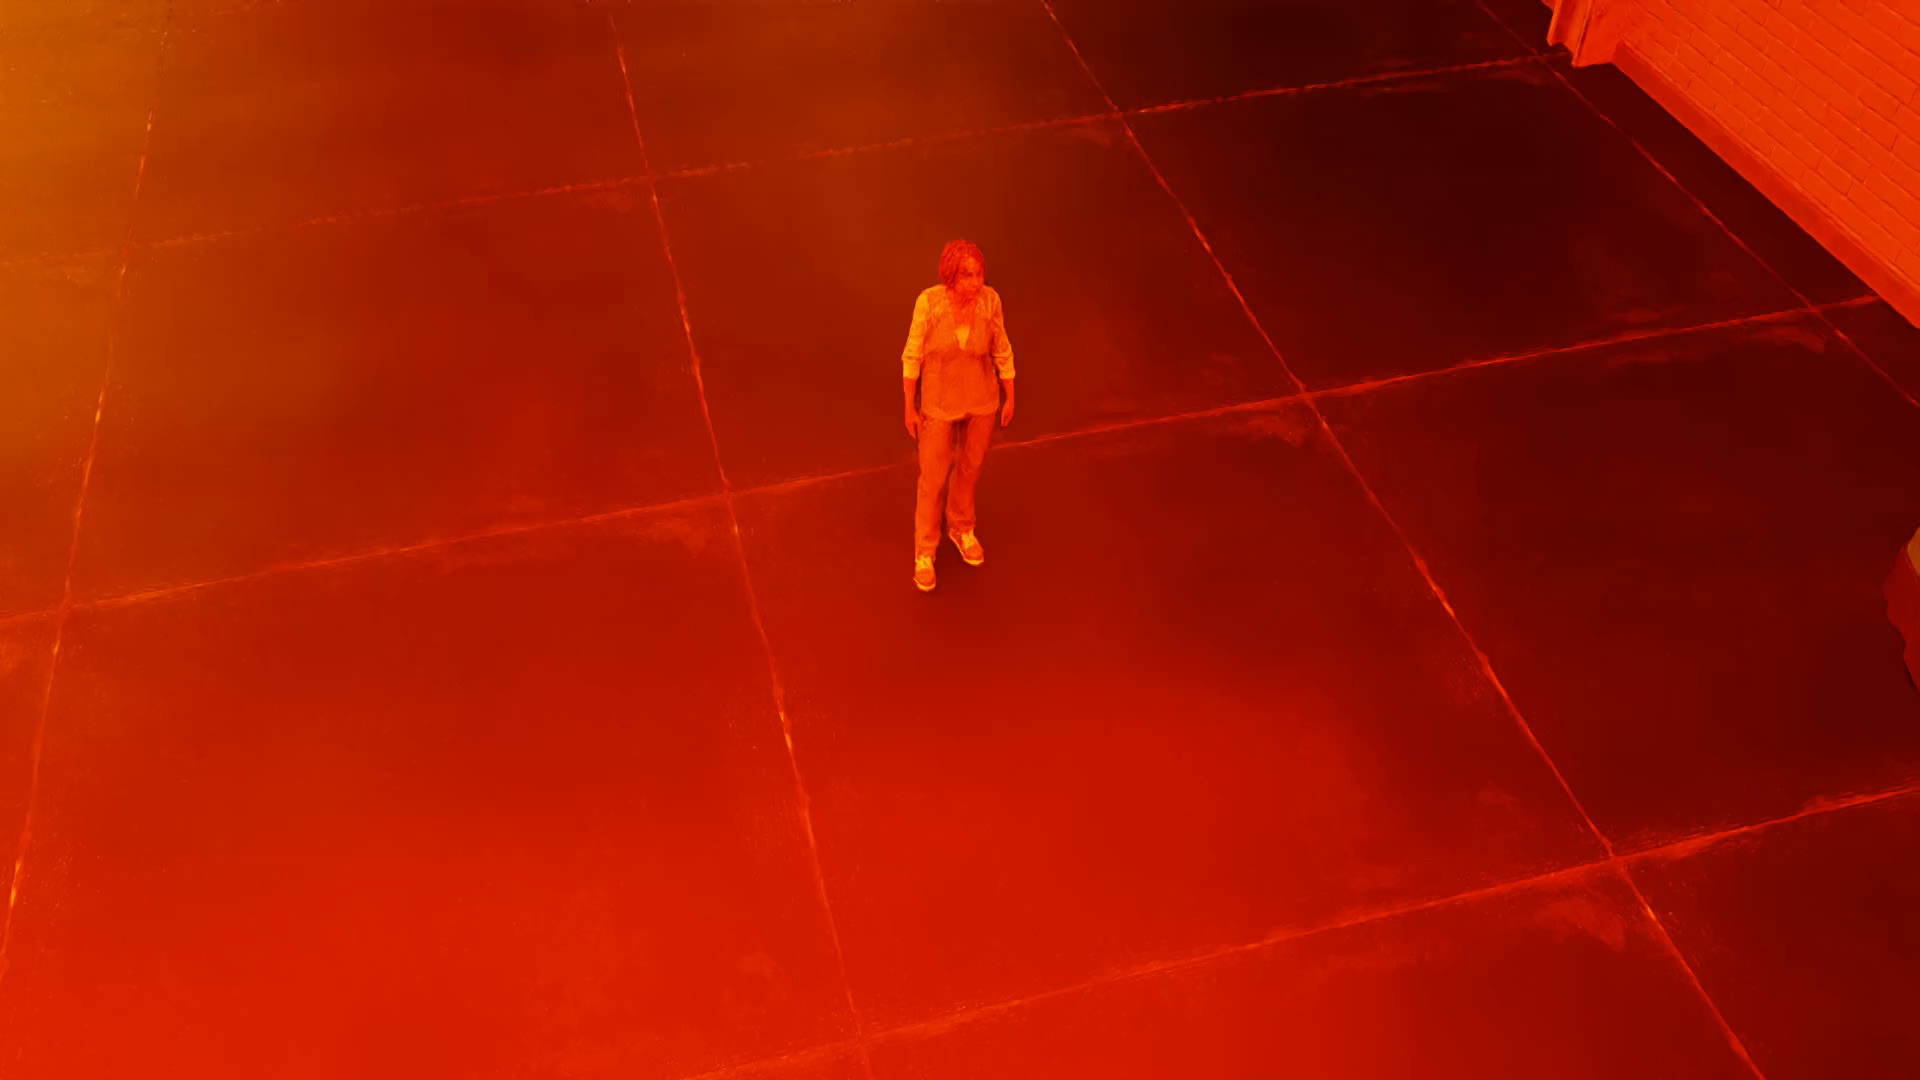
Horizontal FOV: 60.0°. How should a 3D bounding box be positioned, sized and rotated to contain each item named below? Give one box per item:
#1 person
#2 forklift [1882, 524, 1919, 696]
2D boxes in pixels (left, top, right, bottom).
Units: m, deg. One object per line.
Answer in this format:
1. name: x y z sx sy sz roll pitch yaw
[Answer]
1. person: 0.006 -0.533 7.170 0.521 1.597 0.470 -10 44 -11
2. forklift: 4.518 0.217 5.416 1.130 2.935 3.031 4 44 4
